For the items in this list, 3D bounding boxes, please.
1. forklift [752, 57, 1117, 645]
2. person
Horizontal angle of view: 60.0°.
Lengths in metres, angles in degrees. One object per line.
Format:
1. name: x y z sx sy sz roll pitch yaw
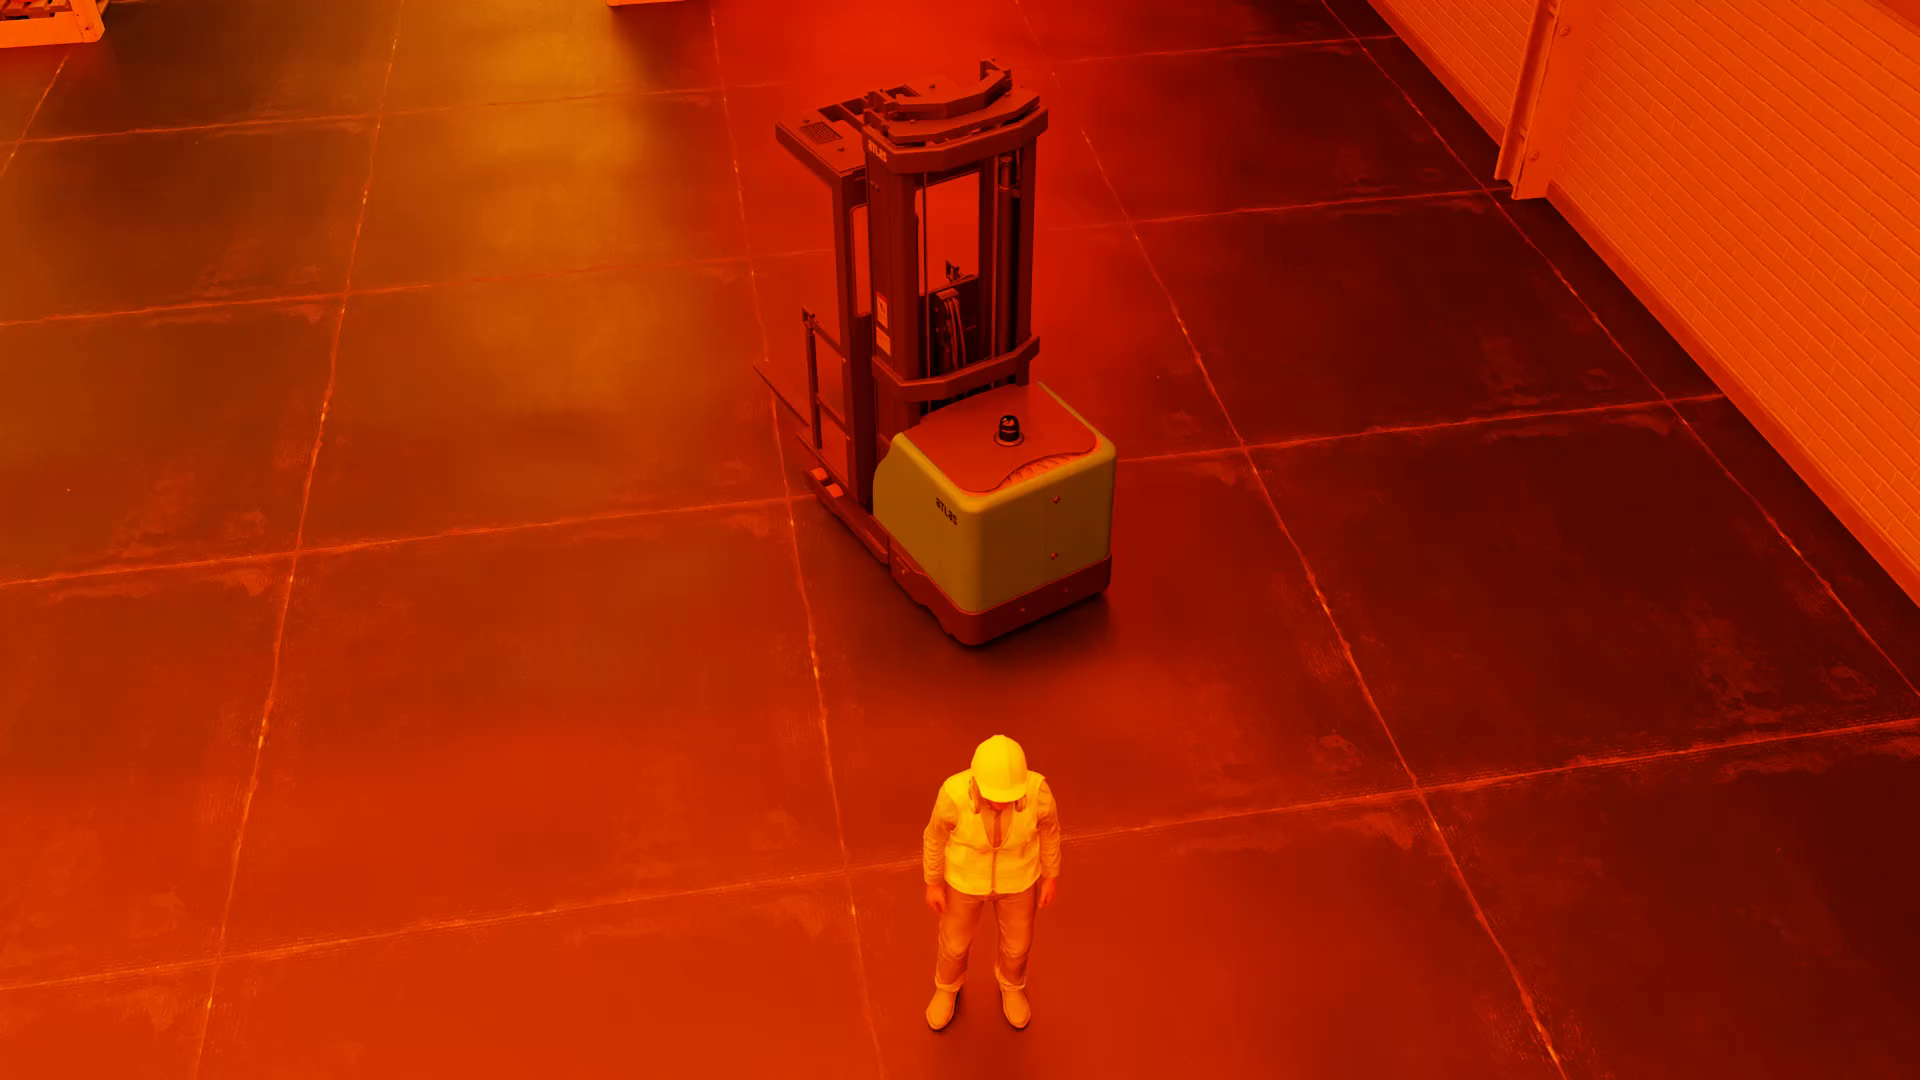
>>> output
1. forklift: -0.325 -1.450 9.663 1.130 2.935 3.031 -22 45 -24
2. person: 0.134 1.446 7.151 0.594 1.773 0.457 -2 40 -3
